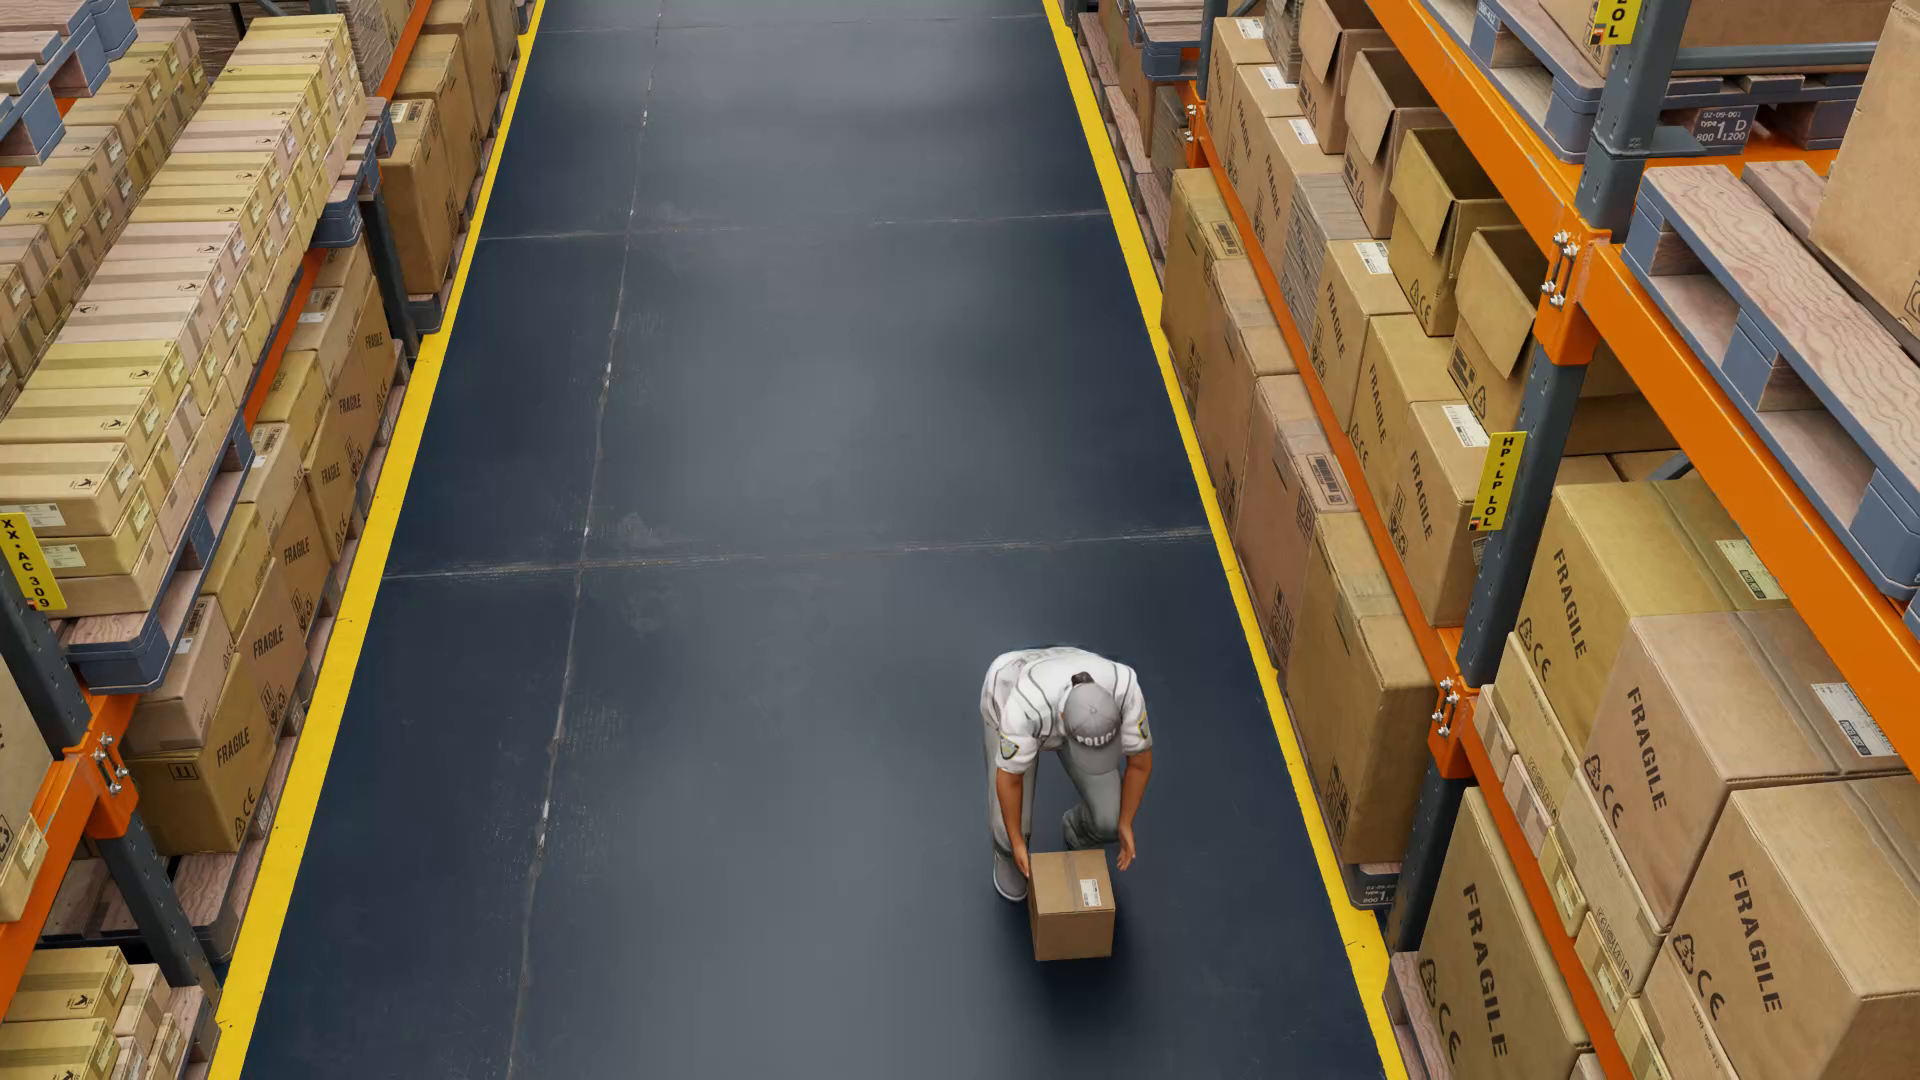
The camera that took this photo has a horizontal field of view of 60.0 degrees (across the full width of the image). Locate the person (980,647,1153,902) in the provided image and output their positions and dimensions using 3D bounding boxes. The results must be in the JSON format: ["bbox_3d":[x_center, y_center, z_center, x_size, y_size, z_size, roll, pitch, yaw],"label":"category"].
[{"bbox_3d":[0.352,0.745,5.629,0.536,1.184,0.811,-5,40,-6],"label":"person"}]
